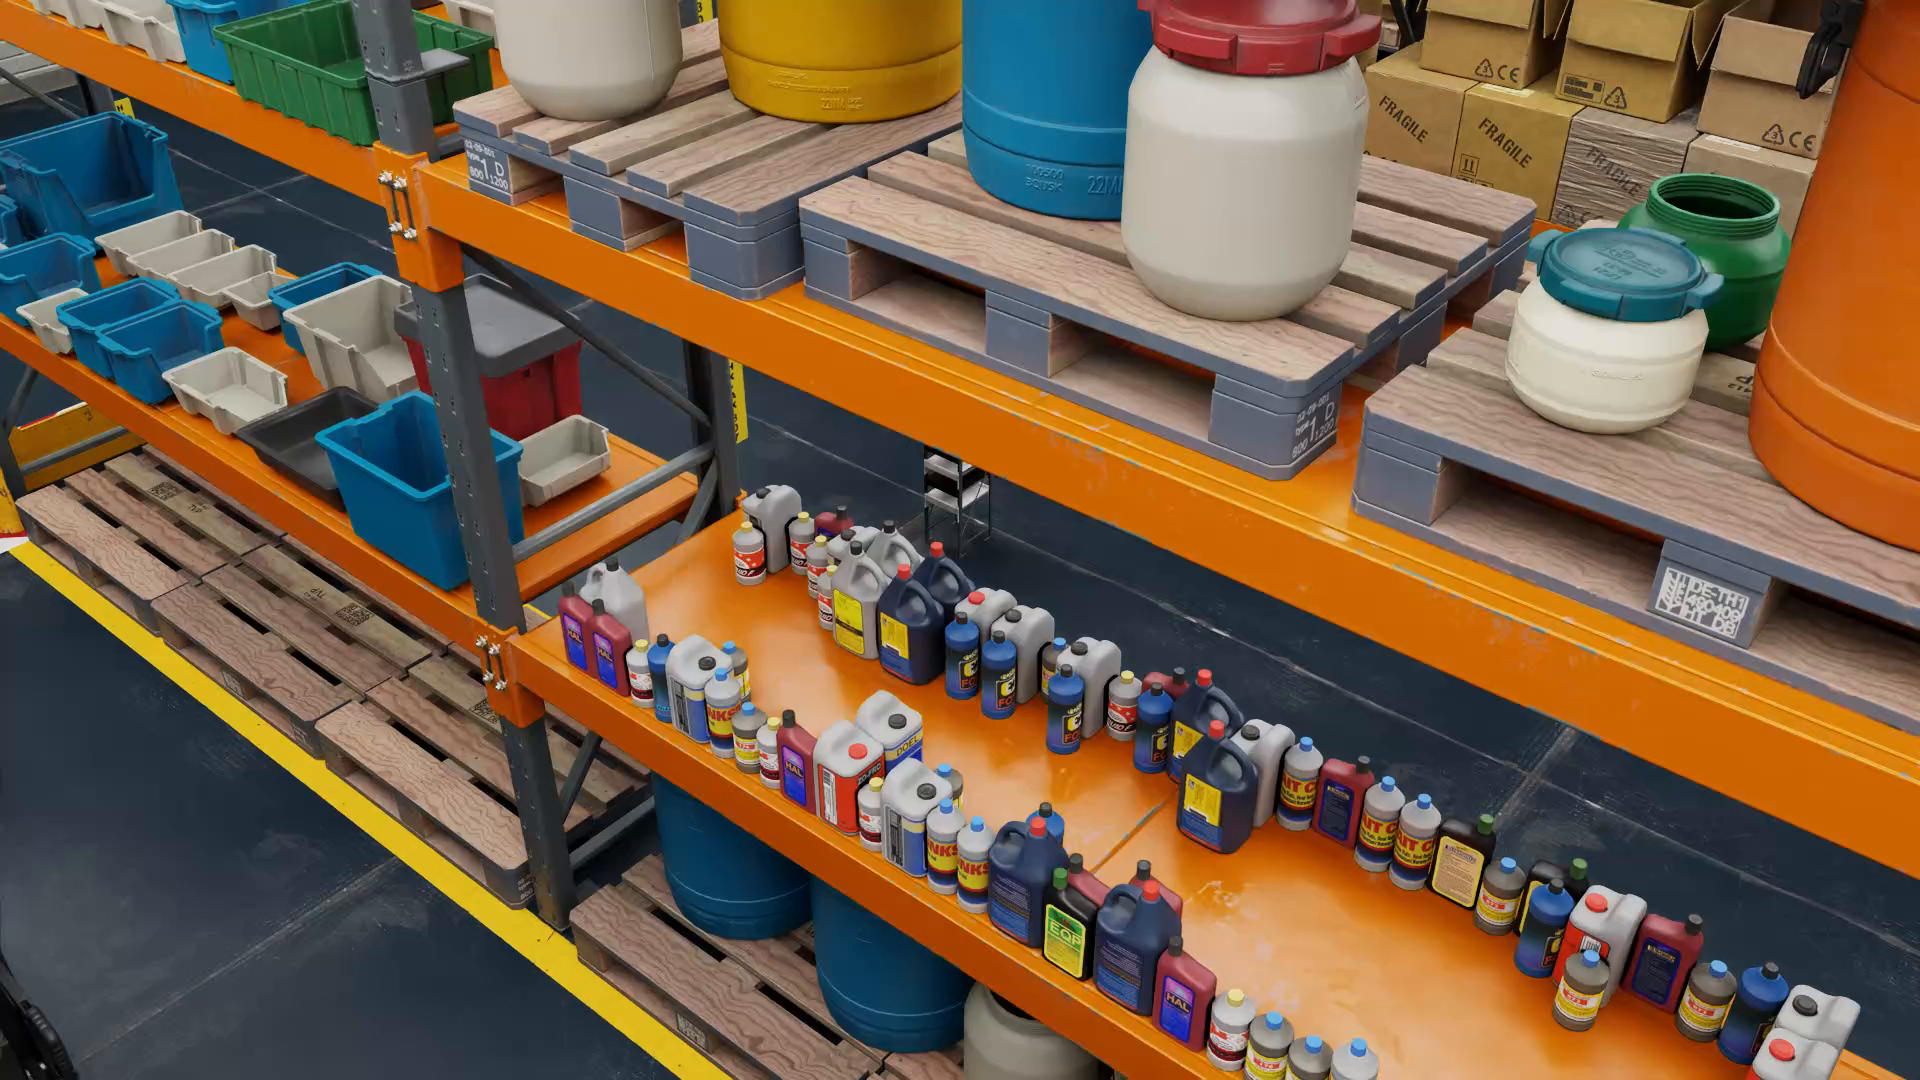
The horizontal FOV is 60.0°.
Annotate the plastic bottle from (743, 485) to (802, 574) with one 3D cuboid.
[{"bbox_3d":[-0.597,-0.056,5.292,0.135,0.276,0.152,25,42,32],"label":"plastic bottle"}]

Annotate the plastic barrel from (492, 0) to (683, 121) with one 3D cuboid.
[{"bbox_3d":[-0.863,-1.275,3.817,0.433,0.535,0.433,0,34,0],"label":"plastic barrel"}]

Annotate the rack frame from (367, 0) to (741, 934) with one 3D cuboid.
[{"bbox_3d":[-1.107,-0.110,5.260,0.127,3.000,1.000,25,42,32],"label":"rack frame"}]

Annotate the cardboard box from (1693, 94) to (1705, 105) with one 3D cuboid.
[{"bbox_3d":[3.378,-1.887,7.759,0.500,0.500,0.500,25,42,31],"label":"cardboard box"}]

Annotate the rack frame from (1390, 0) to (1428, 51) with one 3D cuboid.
[{"bbox_3d":[2.062,-2.264,8.398,0.127,3.000,1.000,25,42,32],"label":"rack frame"}]

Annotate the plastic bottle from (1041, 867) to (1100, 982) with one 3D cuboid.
[{"bbox_3d":[0.260,0.897,3.897,0.133,0.283,0.061,25,42,32],"label":"plastic bottle"}]

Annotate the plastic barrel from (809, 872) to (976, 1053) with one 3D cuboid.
[{"bbox_3d":[-0.156,1.043,5.064,0.708,0.901,0.600,25,42,32],"label":"plastic barrel"}]

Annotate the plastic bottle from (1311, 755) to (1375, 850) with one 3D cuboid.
[{"bbox_3d":[0.982,0.652,4.255,0.133,0.283,0.061,25,42,32],"label":"plastic bottle"}]

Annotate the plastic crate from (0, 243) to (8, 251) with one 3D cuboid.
[{"bbox_3d":[-4.009,-1.090,6.867,0.298,0.136,0.250,25,42,32],"label":"plastic crate"}]

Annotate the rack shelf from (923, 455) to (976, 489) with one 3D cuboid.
[{"bbox_3d":[-0.006,-0.346,7.518,0.200,0.077,0.258,25,42,32],"label":"rack shelf"}]

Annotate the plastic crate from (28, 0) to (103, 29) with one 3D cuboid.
[{"bbox_3d":[-2.675,-1.809,5.189,0.530,0.282,0.437,25,42,32],"label":"plastic crate"}]

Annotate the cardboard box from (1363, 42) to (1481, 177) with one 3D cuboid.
[{"bbox_3d":[2.255,-2.030,7.968,0.500,0.500,0.500,25,42,32],"label":"cardboard box"}]

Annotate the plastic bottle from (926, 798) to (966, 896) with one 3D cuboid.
[{"bbox_3d":[-0.034,0.750,4.122,0.097,0.271,0.097,0,34,0],"label":"plastic bottle"}]

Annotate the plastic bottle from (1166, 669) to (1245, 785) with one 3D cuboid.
[{"bbox_3d":[0.655,0.500,4.415,0.185,0.351,0.144,25,42,32],"label":"plastic bottle"}]

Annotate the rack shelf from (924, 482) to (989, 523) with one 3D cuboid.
[{"bbox_3d":[-0.006,-0.198,7.620,0.200,0.077,0.258,25,42,32],"label":"rack shelf"}]

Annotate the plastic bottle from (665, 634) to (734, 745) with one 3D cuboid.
[{"bbox_3d":[-0.714,0.408,4.617,0.135,0.276,0.152,25,42,32],"label":"plastic bottle"}]

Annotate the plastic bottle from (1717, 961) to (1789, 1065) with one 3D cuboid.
[{"bbox_3d":[1.770,1.041,3.698,0.097,0.271,0.097,0,34,0],"label":"plastic bottle"}]

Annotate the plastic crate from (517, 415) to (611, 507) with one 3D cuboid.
[{"bbox_3d":[-1.373,-0.256,5.654,0.243,0.136,0.396,25,42,32],"label":"plastic crate"}]

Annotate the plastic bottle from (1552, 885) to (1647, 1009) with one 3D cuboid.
[{"bbox_3d":[1.486,0.925,3.862,0.135,0.276,0.152,25,42,32],"label":"plastic bottle"}]

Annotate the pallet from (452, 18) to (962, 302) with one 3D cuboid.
[{"bbox_3d":[-0.442,-1.027,4.113,1.003,0.211,1.213,25,42,32],"label":"pallet"}]

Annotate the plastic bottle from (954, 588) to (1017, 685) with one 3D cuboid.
[{"bbox_3d":[0.071,0.259,4.833,0.135,0.276,0.152,25,42,32],"label":"plastic bottle"}]

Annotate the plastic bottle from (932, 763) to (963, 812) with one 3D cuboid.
[{"bbox_3d":[-0.040,0.664,4.309,0.097,0.201,0.097,0,34,0],"label":"plastic bottle"}]

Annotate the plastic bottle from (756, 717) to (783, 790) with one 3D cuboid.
[{"bbox_3d":[-0.493,0.563,4.456,0.097,0.201,0.097,0,34,0],"label":"plastic bottle"}]

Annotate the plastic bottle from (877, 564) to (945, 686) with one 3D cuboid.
[{"bbox_3d":[-0.142,0.231,4.808,0.185,0.351,0.144,25,42,32],"label":"plastic bottle"}]

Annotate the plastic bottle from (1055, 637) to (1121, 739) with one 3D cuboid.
[{"bbox_3d":[0.352,0.391,4.640,0.135,0.276,0.152,25,42,32],"label":"plastic bottle"}]

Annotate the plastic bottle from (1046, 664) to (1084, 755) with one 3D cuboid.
[{"bbox_3d":[0.287,0.454,4.552,0.097,0.271,0.097,0,34,0],"label":"plastic bottle"}]

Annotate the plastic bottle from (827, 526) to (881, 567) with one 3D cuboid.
[{"bbox_3d":[-0.317,0.076,5.099,0.135,0.276,0.152,25,42,32],"label":"plastic bottle"}]

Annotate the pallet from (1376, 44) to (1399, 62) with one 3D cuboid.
[{"bbox_3d":[3.832,-3.906,13.251,1.213,0.211,1.003,25,42,32],"label":"pallet"}]

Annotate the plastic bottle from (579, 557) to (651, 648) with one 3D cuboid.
[{"bbox_3d":[-1.013,0.194,4.862,0.185,0.351,0.144,25,42,32],"label":"plastic bottle"}]

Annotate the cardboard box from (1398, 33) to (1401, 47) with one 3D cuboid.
[{"bbox_3d":[3.634,-3.949,12.998,0.250,0.149,0.380,25,42,32],"label":"cardboard box"}]

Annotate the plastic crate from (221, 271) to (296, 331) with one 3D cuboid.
[{"bbox_3d":[-2.756,-0.957,6.674,0.250,0.136,0.298,25,42,32],"label":"plastic crate"}]

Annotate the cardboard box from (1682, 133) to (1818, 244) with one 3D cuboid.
[{"bbox_3d":[3.427,-1.482,7.170,0.500,0.500,0.500,26,42,33],"label":"cardboard box"}]

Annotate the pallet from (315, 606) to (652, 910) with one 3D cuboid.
[{"bbox_3d":[-1.697,0.790,6.413,1.213,0.211,1.003,25,42,32],"label":"pallet"}]

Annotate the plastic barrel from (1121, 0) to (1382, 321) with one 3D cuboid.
[{"bbox_3d":[0.508,-0.703,2.983,0.433,0.535,0.433,0,34,0],"label":"plastic barrel"}]

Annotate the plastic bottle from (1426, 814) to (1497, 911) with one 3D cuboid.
[{"bbox_3d":[1.234,0.770,4.082,0.133,0.283,0.061,25,42,32],"label":"plastic bottle"}]

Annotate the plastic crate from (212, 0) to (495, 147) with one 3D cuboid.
[{"bbox_3d":[-1.626,-1.281,4.503,0.662,0.188,0.450,25,42,32],"label":"plastic crate"}]

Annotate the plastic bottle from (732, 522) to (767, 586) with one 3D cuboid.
[{"bbox_3d":[-0.663,0.035,5.224,0.097,0.201,0.097,0,34,0],"label":"plastic bottle"}]

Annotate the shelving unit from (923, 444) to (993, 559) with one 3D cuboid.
[{"bbox_3d":[-0.006,-0.374,7.500,0.210,0.900,0.258,25,42,32],"label":"shelving unit"}]

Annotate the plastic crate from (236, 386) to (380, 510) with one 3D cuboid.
[{"bbox_3d":[-2.139,-0.309,5.741,0.590,0.125,0.437,25,42,32],"label":"plastic crate"}]

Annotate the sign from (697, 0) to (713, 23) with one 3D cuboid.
[{"bbox_3d":[-0.754,-1.588,4.756,0.005,0.325,0.100,25,42,32],"label":"sign"}]

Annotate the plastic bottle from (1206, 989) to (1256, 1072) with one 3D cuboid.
[{"bbox_3d":[0.605,1.080,3.703,0.097,0.201,0.097,0,34,0],"label":"plastic bottle"}]

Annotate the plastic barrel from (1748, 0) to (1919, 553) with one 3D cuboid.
[{"bbox_3d":[1.533,-0.454,2.362,0.708,0.830,0.600,25,42,32],"label":"plastic barrel"}]

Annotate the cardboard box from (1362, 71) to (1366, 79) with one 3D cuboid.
[{"bbox_3d":[2.047,-2.413,8.836,0.250,0.149,0.380,25,42,32],"label":"cardboard box"}]

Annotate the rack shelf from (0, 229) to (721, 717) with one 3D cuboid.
[{"bbox_3d":[-2.644,-0.537,6.518,4.000,0.370,1.077,25,42,32],"label":"rack shelf"}]

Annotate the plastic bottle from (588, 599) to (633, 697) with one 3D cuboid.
[{"bbox_3d":[-0.996,0.305,4.759,0.133,0.283,0.061,25,42,32],"label":"plastic bottle"}]

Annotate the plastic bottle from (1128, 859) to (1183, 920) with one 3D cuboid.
[{"bbox_3d":[0.455,0.883,3.918,0.133,0.283,0.061,25,42,32],"label":"plastic bottle"}]

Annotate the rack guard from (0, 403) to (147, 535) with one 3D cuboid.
[{"bbox_3d":[-4.208,-0.531,8.082,0.348,0.500,1.175,25,42,32],"label":"rack guard"}]

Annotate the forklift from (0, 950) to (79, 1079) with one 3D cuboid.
[{"bbox_3d":[-2.610,1.106,3.551,3.031,2.935,1.130,28,43,34],"label":"forklift"}]

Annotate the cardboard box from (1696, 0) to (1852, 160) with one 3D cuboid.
[{"bbox_3d":[3.566,-2.019,7.067,0.637,0.503,0.797,27,43,33],"label":"cardboard box"}]

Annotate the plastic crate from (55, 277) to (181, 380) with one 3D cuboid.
[{"bbox_3d":[-3.190,-0.805,6.367,0.300,0.233,0.416,25,42,32],"label":"plastic crate"}]

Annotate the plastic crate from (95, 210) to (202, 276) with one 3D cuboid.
[{"bbox_3d":[-3.439,-1.258,7.112,0.243,0.136,0.396,25,42,32],"label":"plastic crate"}]

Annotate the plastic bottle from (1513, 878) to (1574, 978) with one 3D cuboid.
[{"bbox_3d":[1.375,0.900,3.904,0.097,0.271,0.097,0,34,0],"label":"plastic bottle"}]
